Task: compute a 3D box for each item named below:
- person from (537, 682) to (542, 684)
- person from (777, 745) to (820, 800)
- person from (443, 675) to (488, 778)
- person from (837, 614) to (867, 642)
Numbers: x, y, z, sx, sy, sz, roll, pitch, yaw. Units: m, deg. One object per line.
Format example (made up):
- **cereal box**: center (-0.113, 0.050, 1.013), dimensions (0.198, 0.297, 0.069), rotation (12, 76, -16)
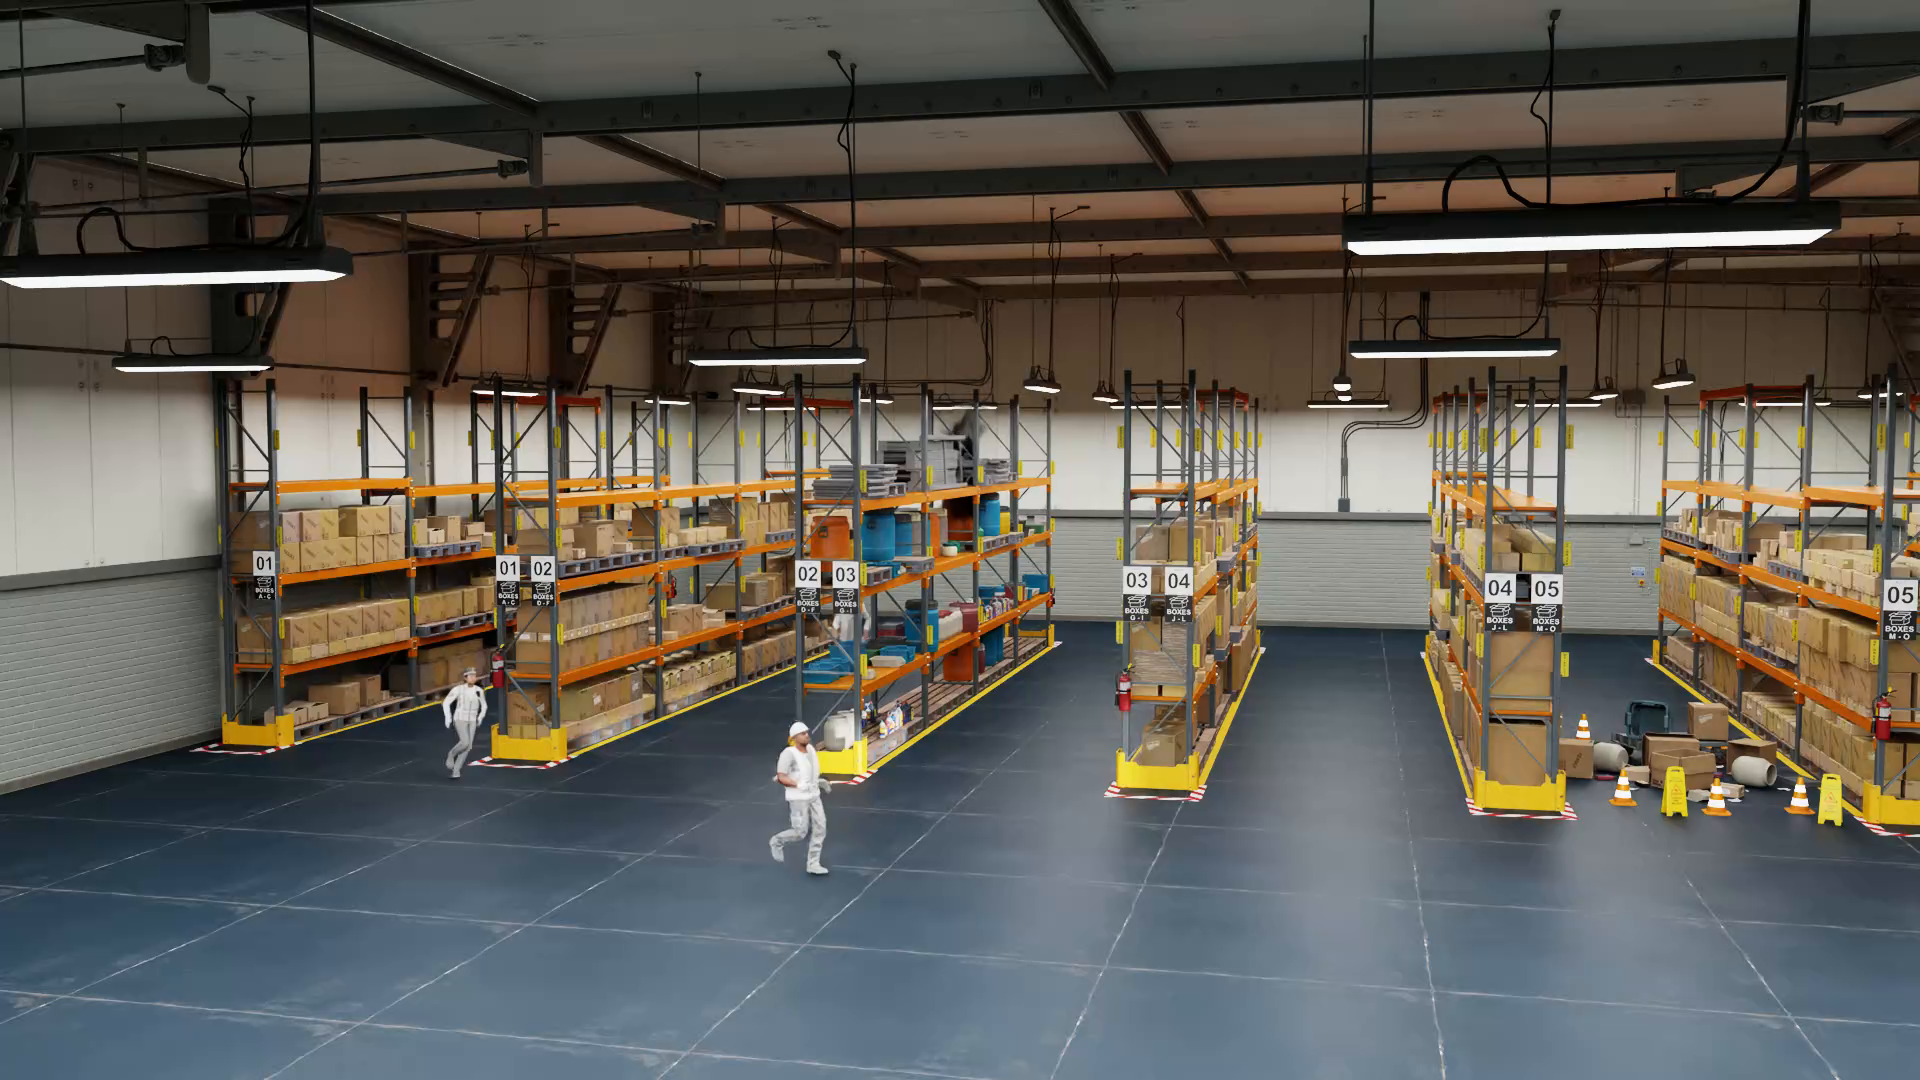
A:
- **person**: center (-7.815, 2.304, 31.411), dimensions (0.455, 1.632, 0.759), rotation (0, 3, 7)
- **person**: center (-1.832, 2.684, 19.226), dimensions (0.365, 0.626, 0.661), rotation (2, 4, 35)
- **person**: center (-7.319, 2.727, 24.776), dimensions (0.639, 1.573, 0.492), rotation (-3, 4, -38)
- **person**: center (-2.070, 1.924, 31.651), dimensions (0.677, 1.793, 0.940), rotation (0, 3, 6)
